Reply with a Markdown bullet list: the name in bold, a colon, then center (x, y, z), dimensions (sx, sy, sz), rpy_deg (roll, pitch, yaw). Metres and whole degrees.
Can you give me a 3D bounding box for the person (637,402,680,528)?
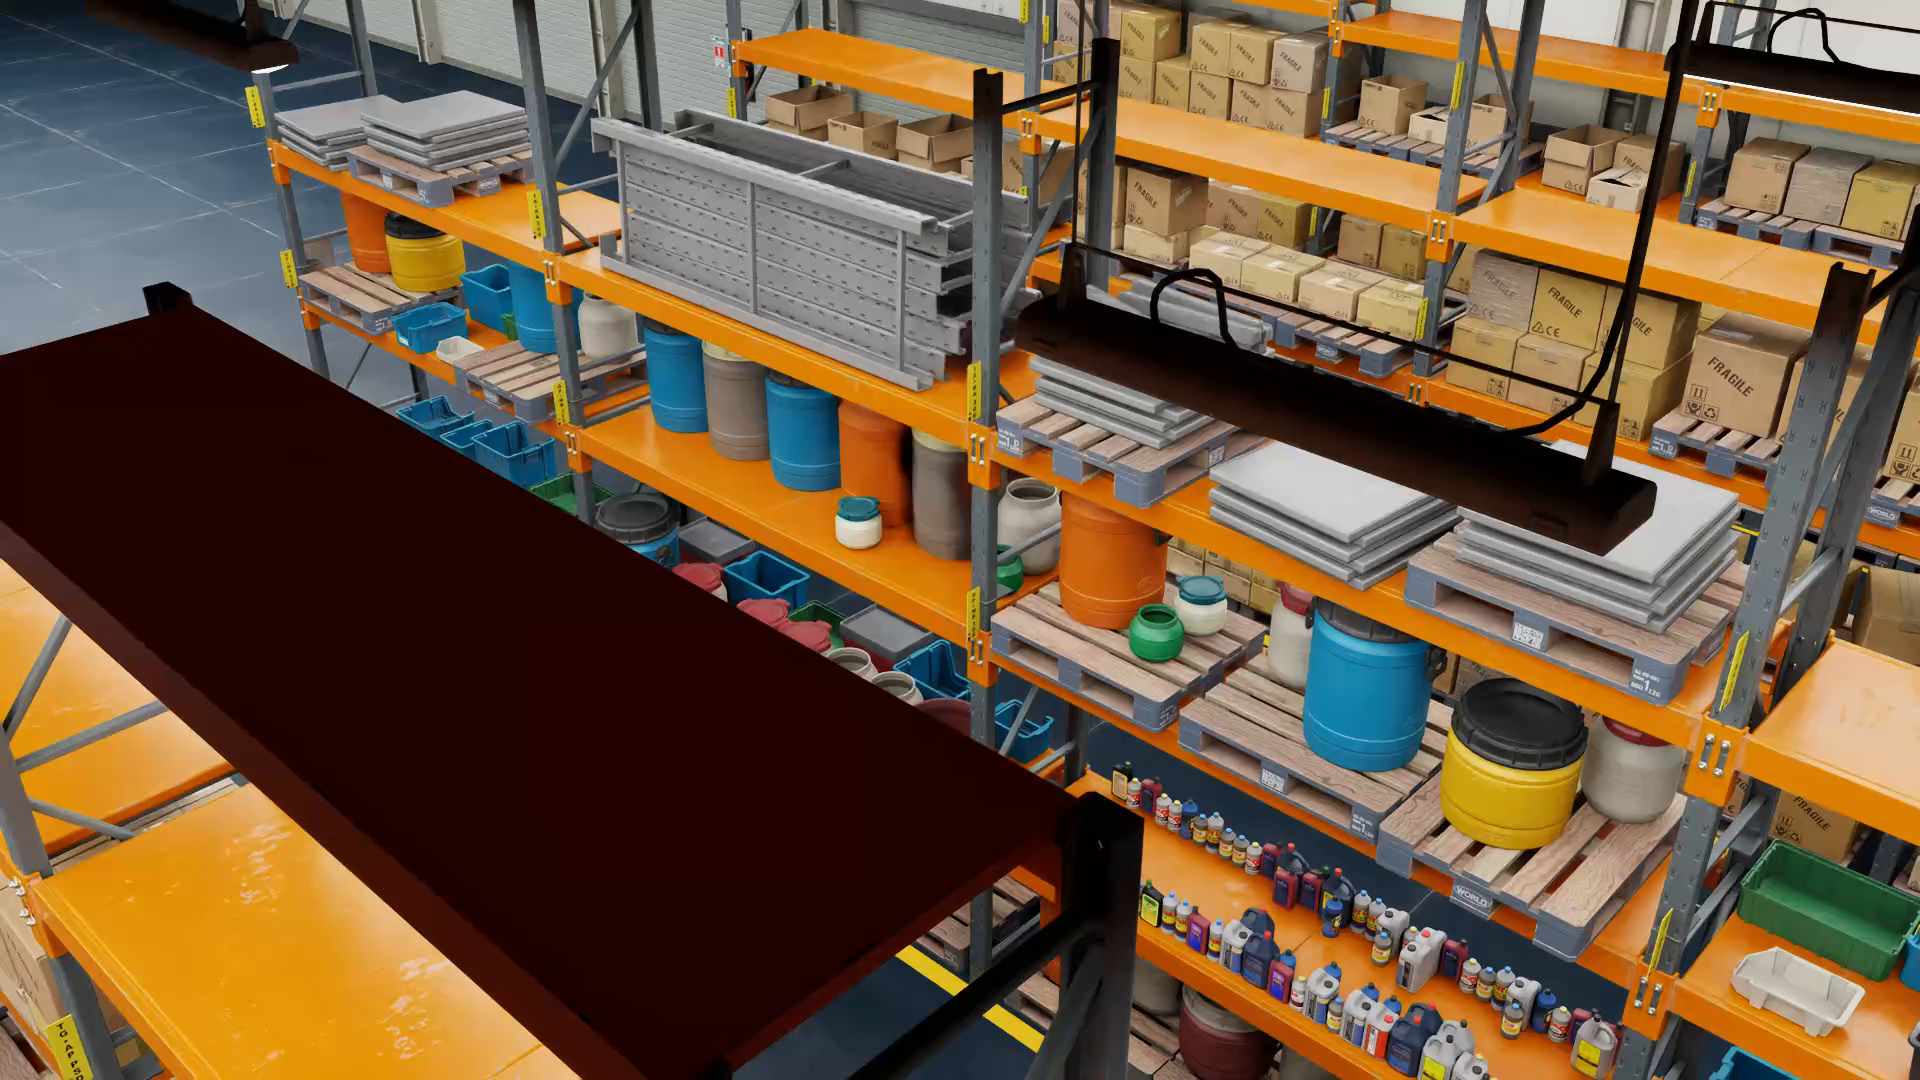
- **person**: center (-2.910, -0.817, 16.070), dimensions (0.431, 1.595, 0.322), rpy_deg (21, 35, 32)
